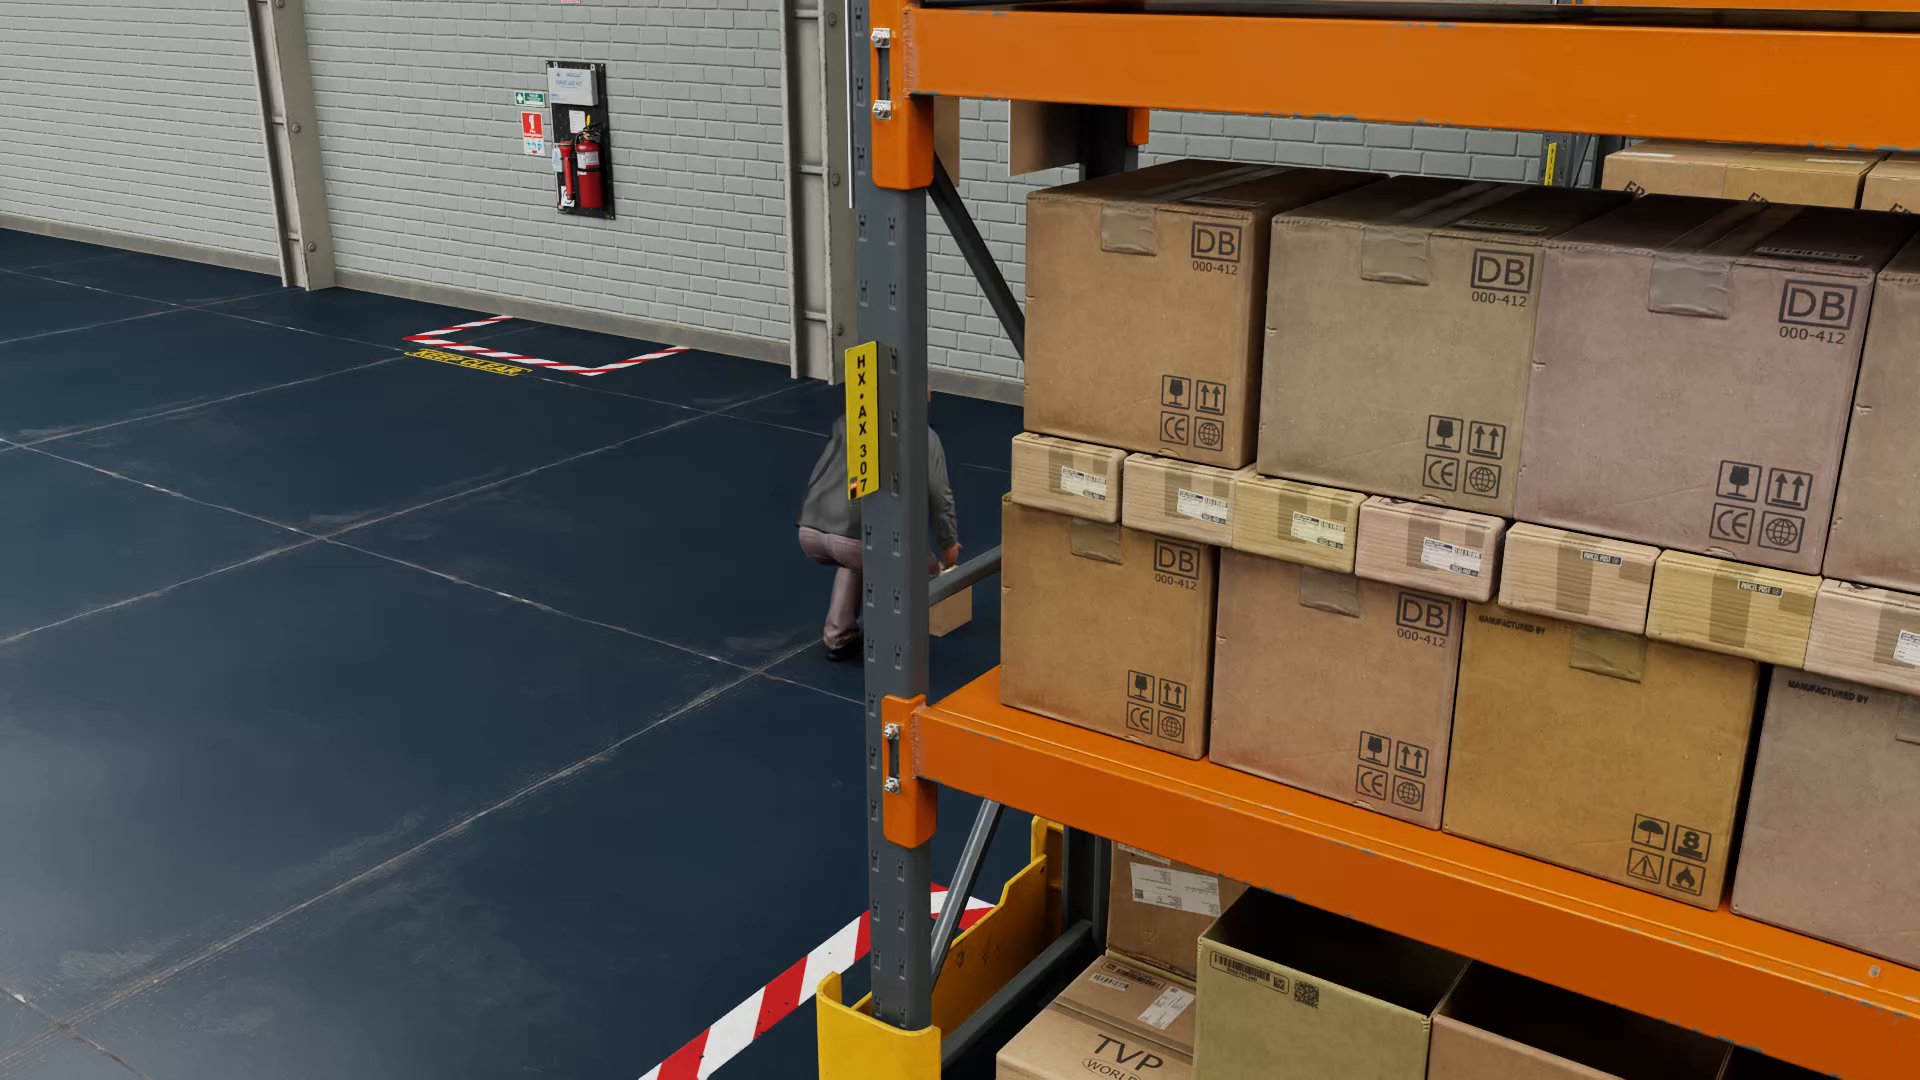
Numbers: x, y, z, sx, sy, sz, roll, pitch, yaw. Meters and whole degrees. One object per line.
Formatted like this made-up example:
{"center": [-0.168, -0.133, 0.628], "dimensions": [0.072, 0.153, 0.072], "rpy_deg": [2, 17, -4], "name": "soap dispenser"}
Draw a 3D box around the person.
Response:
{"center": [-0.372, -0.025, 7.139], "dimensions": [0.573, 1.079, 0.815], "rpy_deg": [13, 23, 32], "name": "person"}
